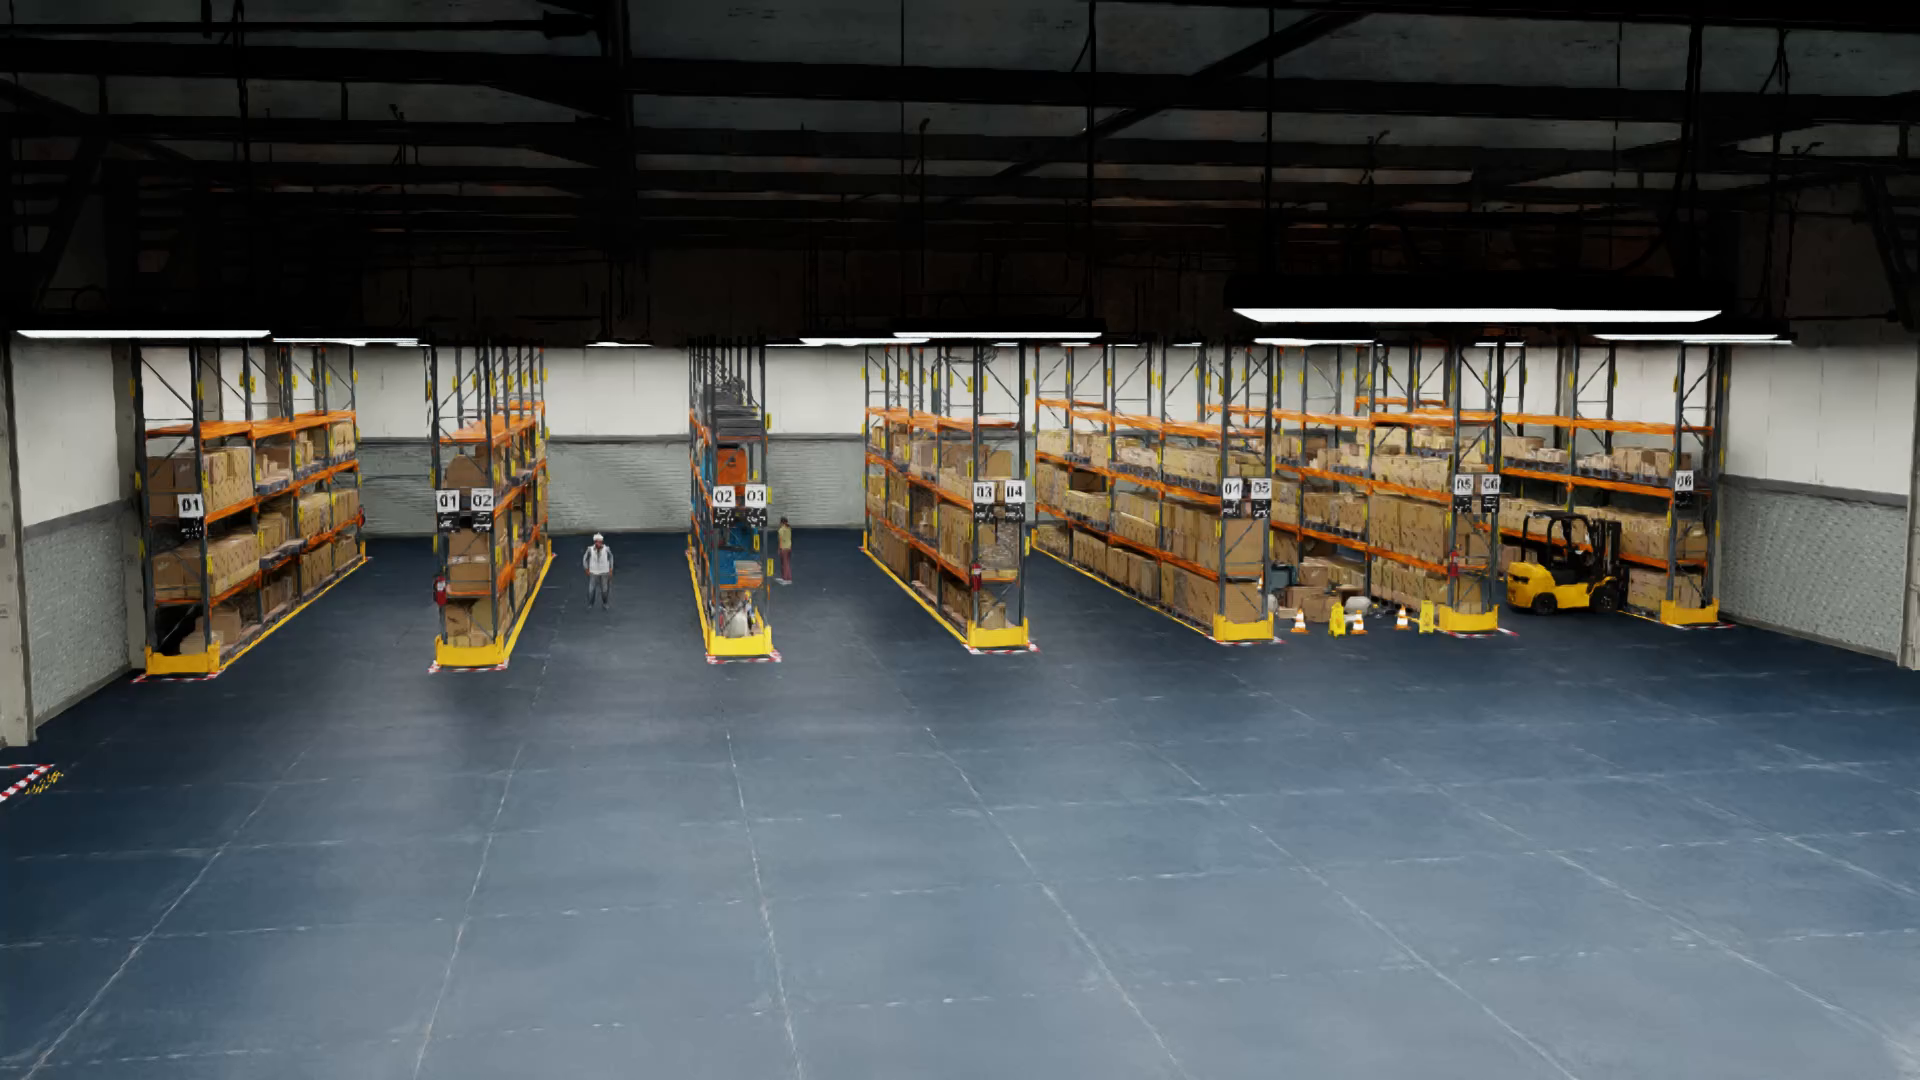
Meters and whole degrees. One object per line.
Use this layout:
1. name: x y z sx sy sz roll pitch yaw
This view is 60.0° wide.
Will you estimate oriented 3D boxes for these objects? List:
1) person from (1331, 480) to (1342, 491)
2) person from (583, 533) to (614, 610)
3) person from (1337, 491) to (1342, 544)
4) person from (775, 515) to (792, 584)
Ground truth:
1. person: 11.890 -1.077 52.370 0.685 1.620 0.518 -5 8 -37
2. person: -7.937 0.692 36.541 0.677 1.726 0.574 -1 7 -13
3. person: 11.171 -0.667 48.888 0.466 1.594 0.591 -1 7 -7
4. person: -4.316 0.224 40.645 0.569 1.668 0.560 3 7 22
